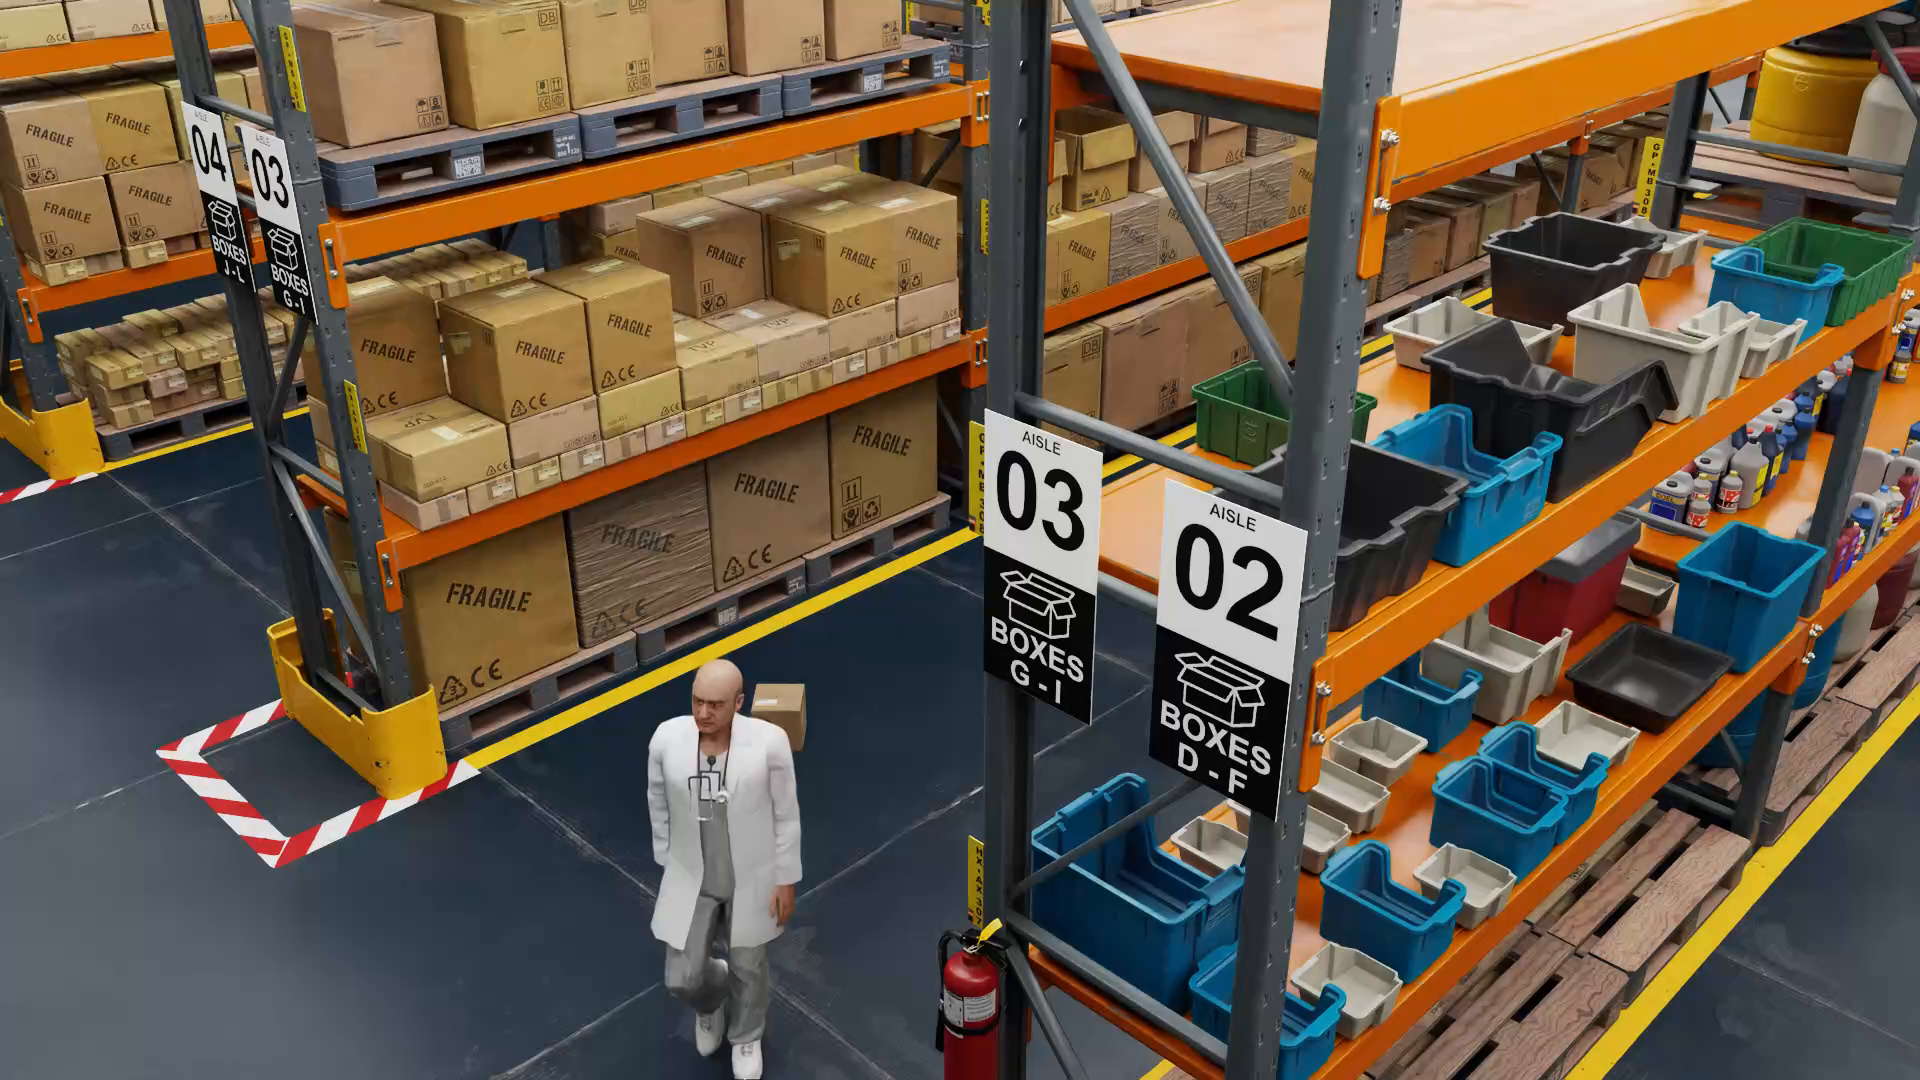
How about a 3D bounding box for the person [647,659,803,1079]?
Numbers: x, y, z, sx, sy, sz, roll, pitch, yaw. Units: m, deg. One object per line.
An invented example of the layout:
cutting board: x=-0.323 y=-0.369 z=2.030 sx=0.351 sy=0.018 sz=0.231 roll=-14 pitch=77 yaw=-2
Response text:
person: x=-0.870 y=1.261 z=6.180 sx=0.579 sy=1.800 sz=0.510 roll=1 pitch=27 yaw=2
